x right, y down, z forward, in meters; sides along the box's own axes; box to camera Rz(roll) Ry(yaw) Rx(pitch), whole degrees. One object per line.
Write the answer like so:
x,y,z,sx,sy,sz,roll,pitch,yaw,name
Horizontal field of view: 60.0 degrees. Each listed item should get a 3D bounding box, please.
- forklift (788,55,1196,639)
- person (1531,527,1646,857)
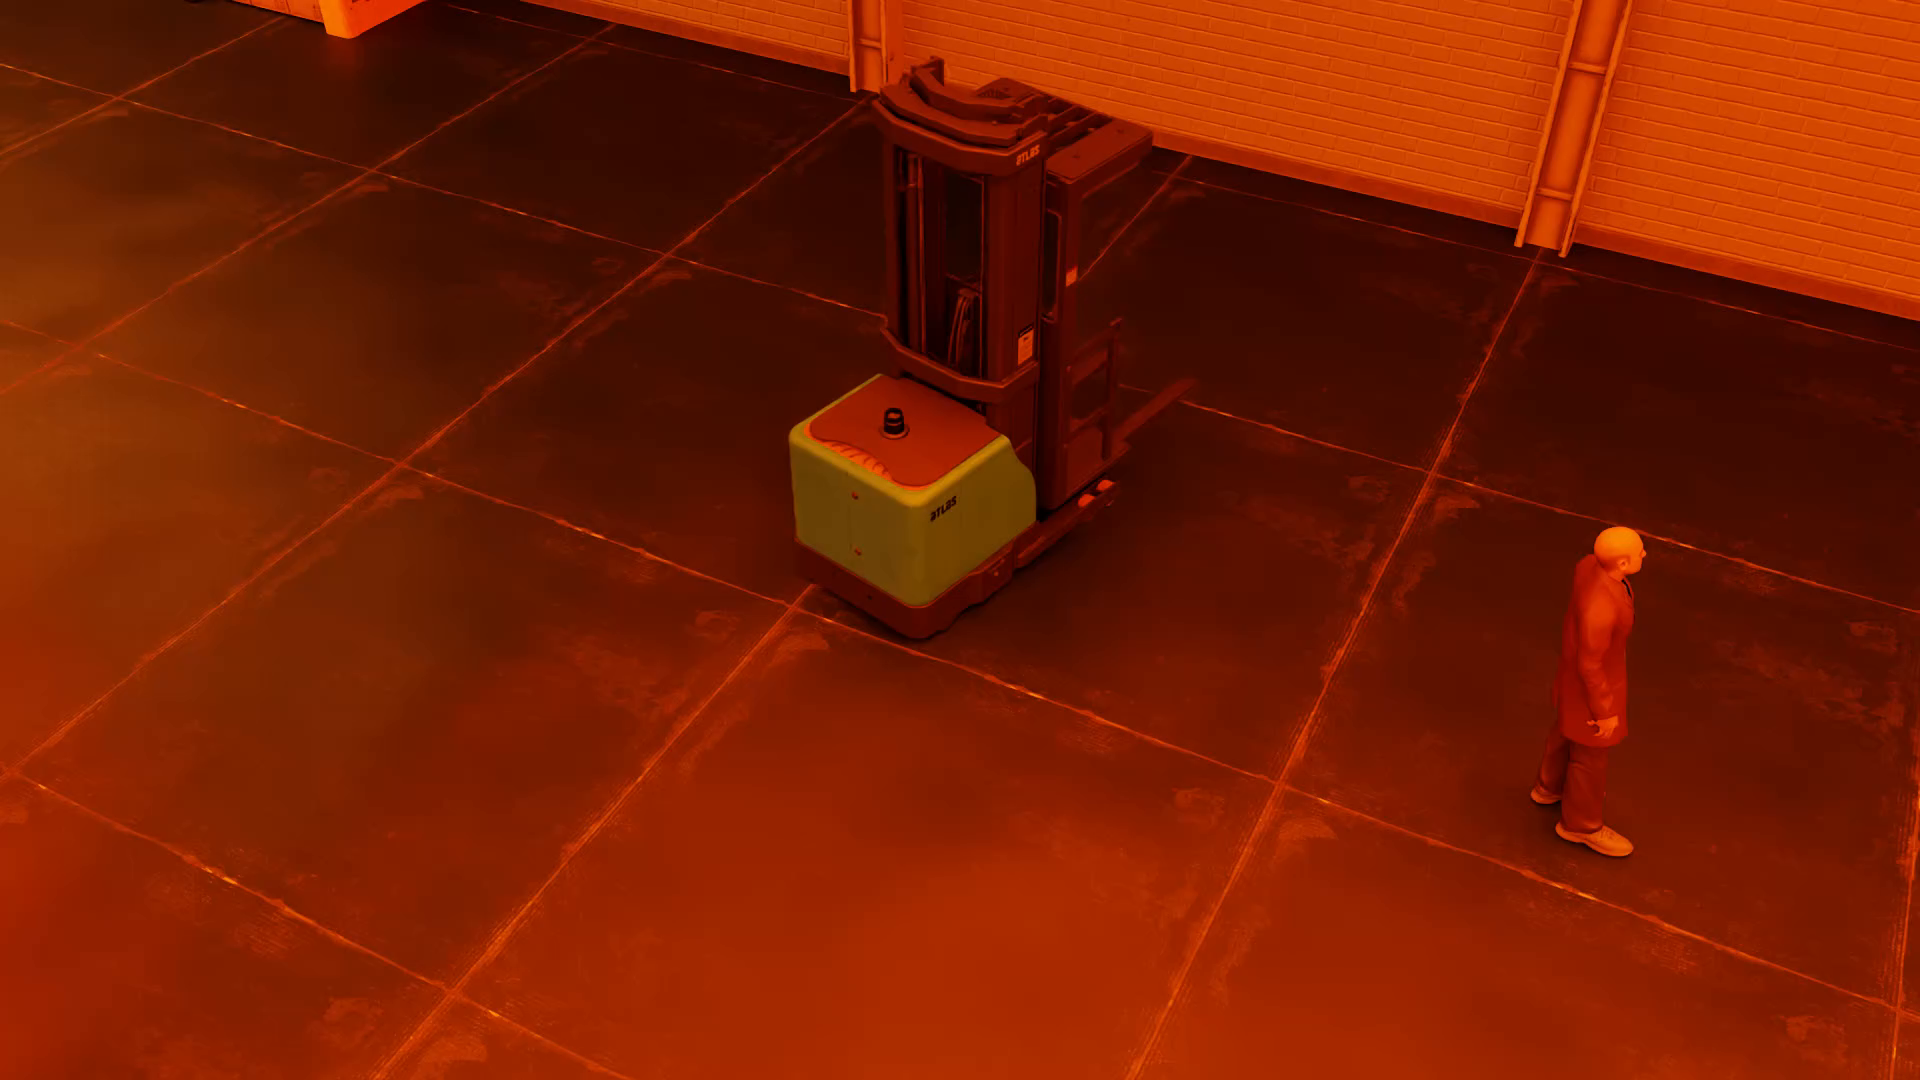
0.357,-1.433,9.688,1.130,2.935,3.031,29,48,30,forklift
3.157,0.687,8.056,0.577,1.775,0.695,8,41,9,person
